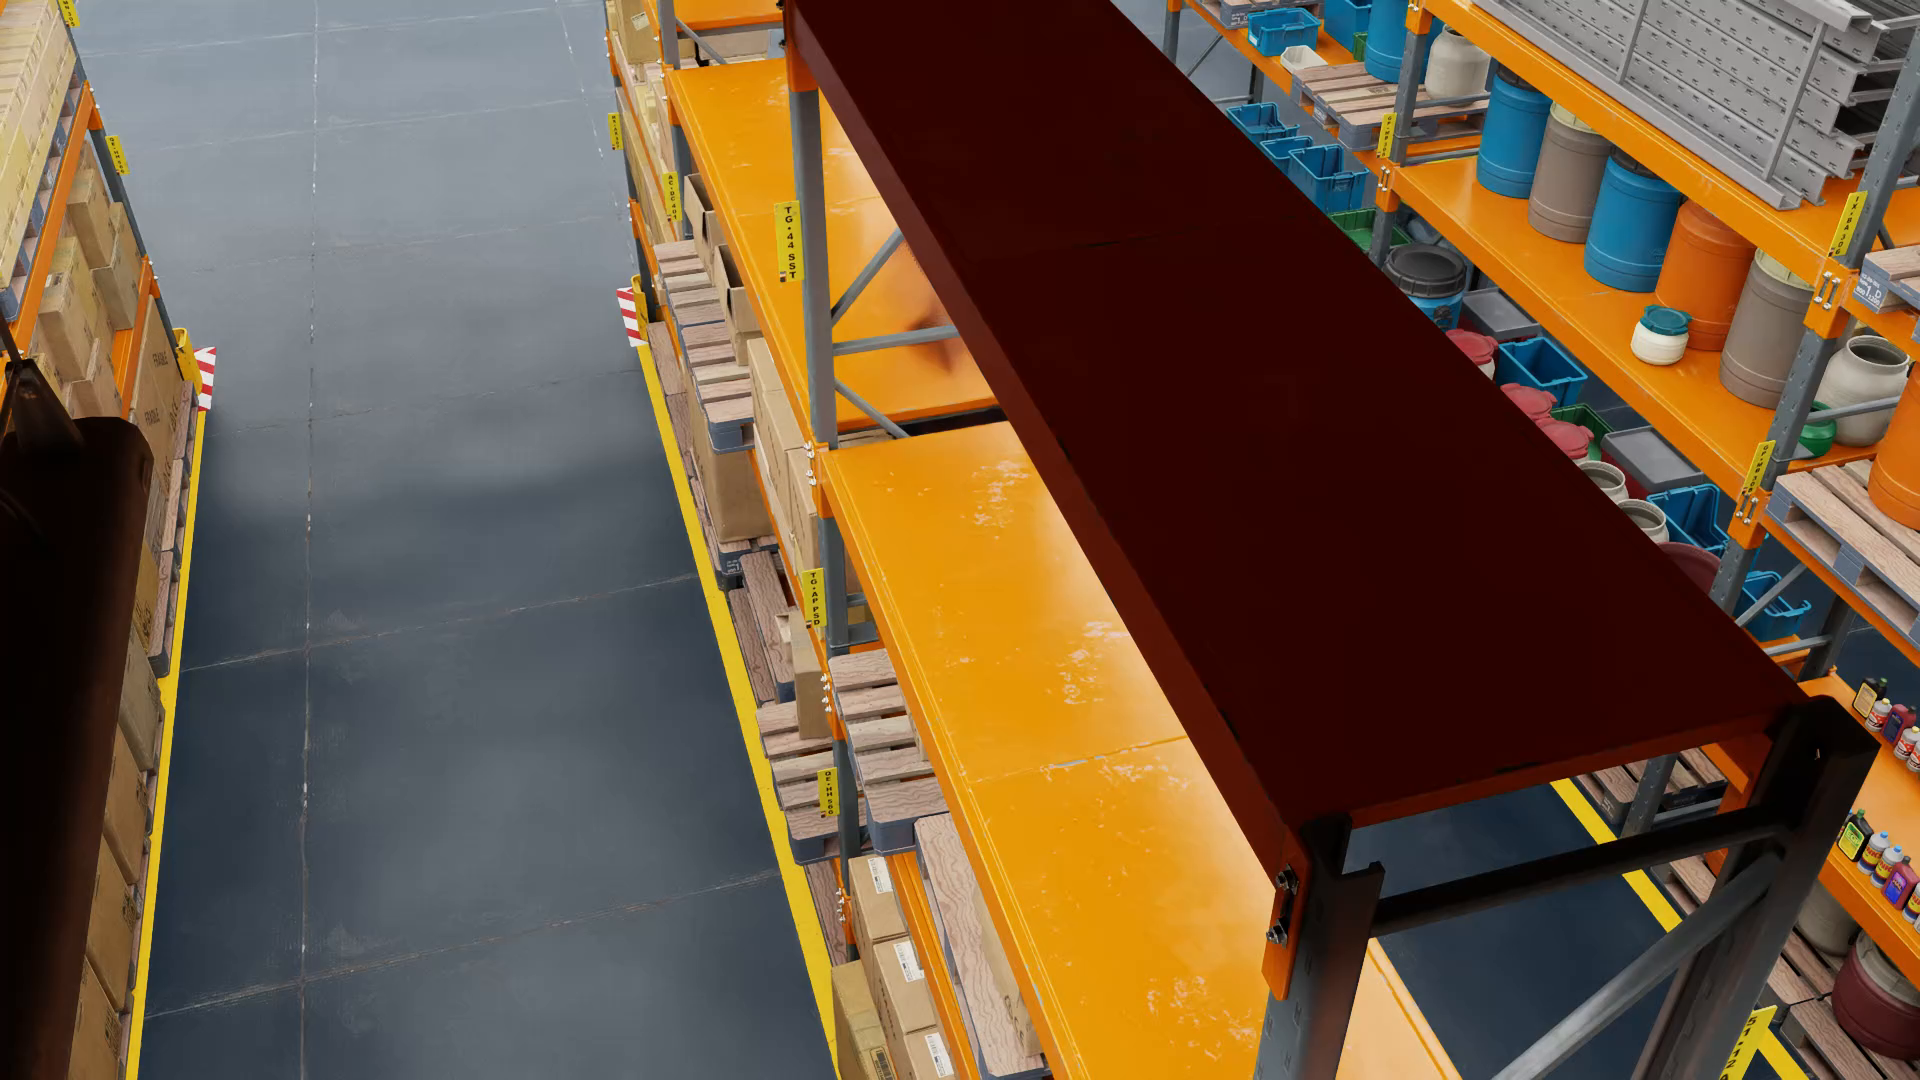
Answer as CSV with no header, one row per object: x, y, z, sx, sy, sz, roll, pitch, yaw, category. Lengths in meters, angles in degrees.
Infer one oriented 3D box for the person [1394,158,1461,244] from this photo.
4.252,-3.213,15.501,0.701,1.716,0.587,-16,41,-19,person
